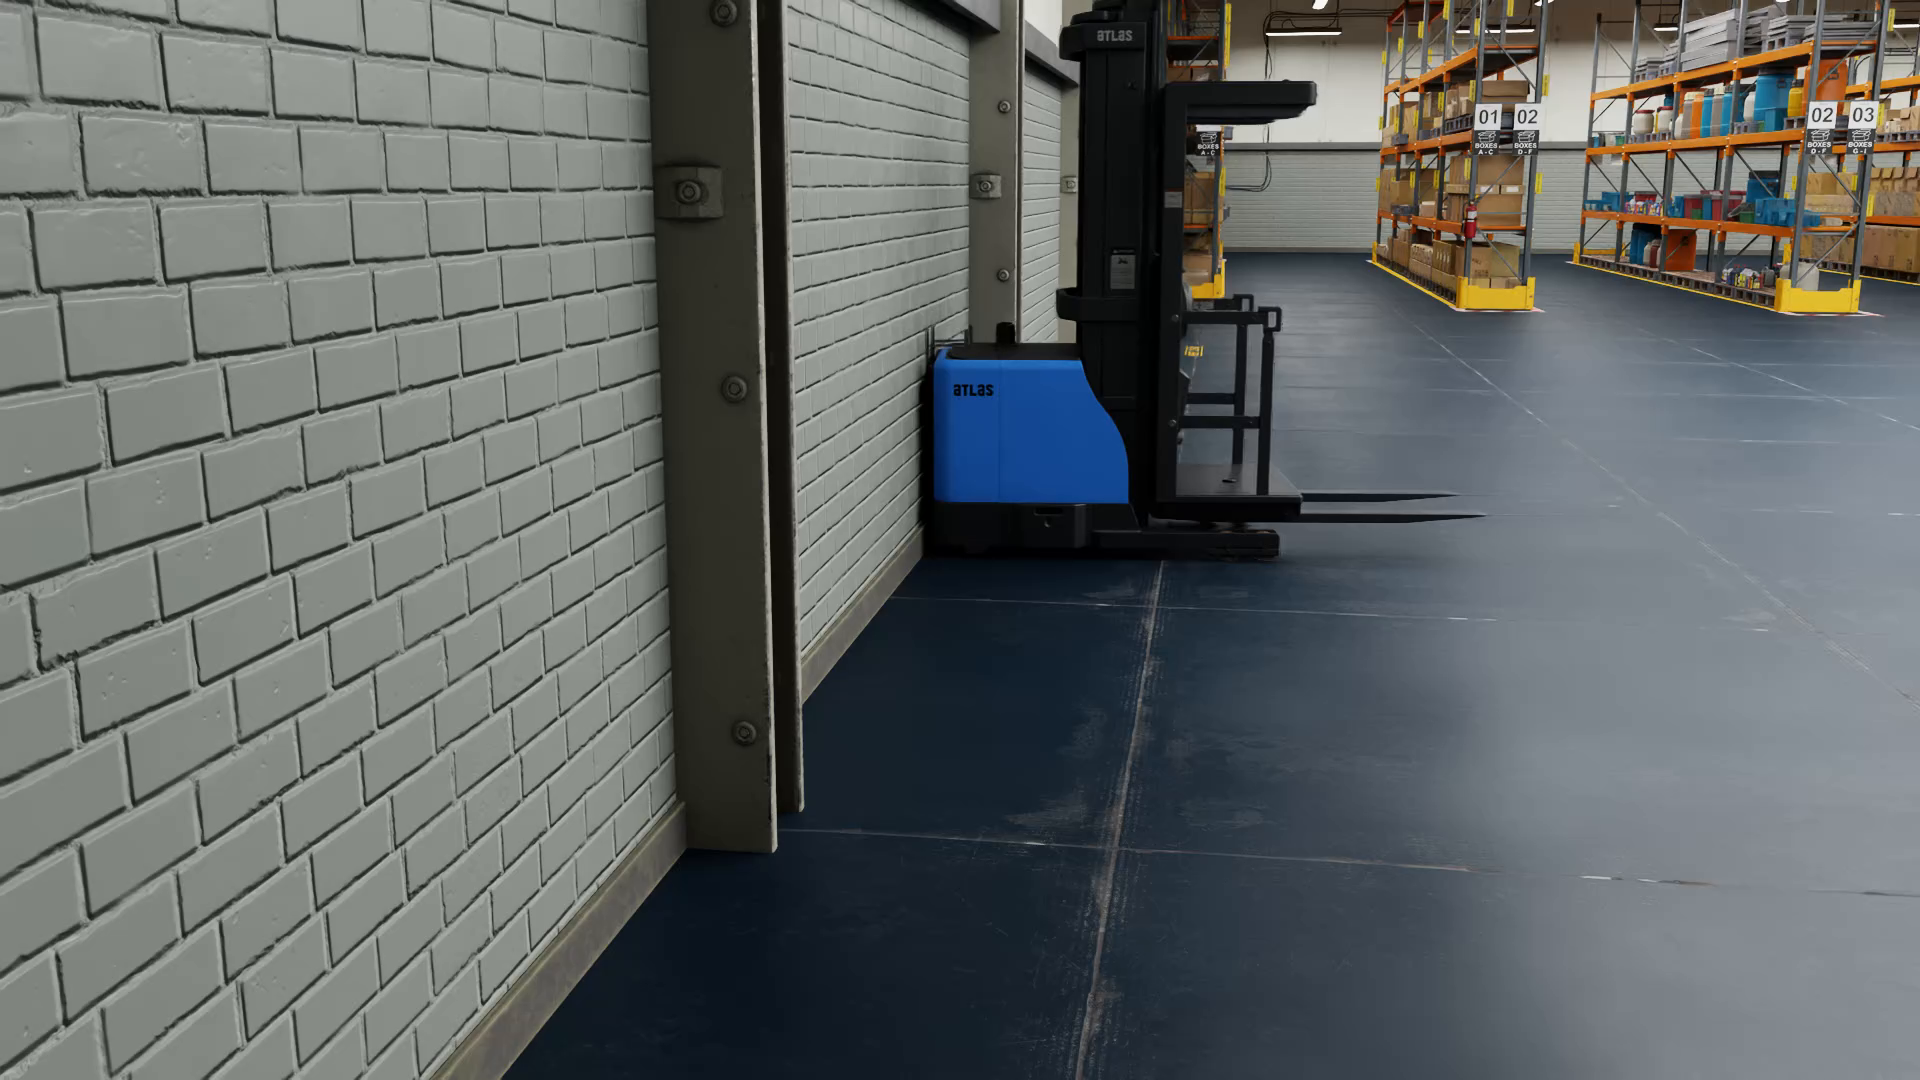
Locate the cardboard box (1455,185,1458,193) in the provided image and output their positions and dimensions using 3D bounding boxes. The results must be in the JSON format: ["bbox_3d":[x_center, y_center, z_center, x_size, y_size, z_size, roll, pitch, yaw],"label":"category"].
[{"bbox_3d":[8.830,-6.102,28.908,0.380,0.149,0.250,2,12,7],"label":"cardboard box"}]

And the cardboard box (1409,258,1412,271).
[{"bbox_3d":[9.501,-5.648,34.111,0.500,0.250,0.500,2,12,8],"label":"cardboard box"}]

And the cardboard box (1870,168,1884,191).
[{"bbox_3d":[20.185,-7.803,35.963,0.797,0.503,0.637,2,12,7],"label":"cardboard box"}]

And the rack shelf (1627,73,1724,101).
[{"bbox_3d":[15.073,-9.527,34.996,1.077,0.370,4.000,2,12,9],"label":"rack shelf"}]

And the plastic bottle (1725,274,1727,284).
[{"bbox_3d":[13.637,-4.645,29.525,0.097,0.201,0.097,0,12,0],"label":"plastic bottle"}]

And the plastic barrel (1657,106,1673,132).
[{"bbox_3d":[14.889,-8.837,34.939,0.433,0.535,0.433,0,12,0],"label":"plastic barrel"}]

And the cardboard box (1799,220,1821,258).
[{"bbox_3d":[20.871,-7.261,40.111,0.875,0.875,0.875,2,12,9],"label":"cardboard box"}]

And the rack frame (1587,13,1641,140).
[{"bbox_3d":[15.996,-11.323,40.674,1.000,3.000,0.127,2,12,9],"label":"rack frame"}]

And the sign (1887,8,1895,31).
[{"bbox_3d":[14.078,-7.871,25.154,0.100,0.325,0.005,2,12,9],"label":"sign"}]

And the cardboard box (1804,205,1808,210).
[{"bbox_3d":[20.432,-7.937,39.799,0.380,0.149,0.250,2,12,7],"label":"cardboard box"}]

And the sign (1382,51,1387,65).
[{"bbox_3d":[10.566,-11.997,41.397,0.100,0.325,0.005,2,12,9],"label":"sign"}]

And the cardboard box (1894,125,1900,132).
[{"bbox_3d":[19.898,-8.641,34.948,0.380,0.149,0.250,1,12,6],"label":"cardboard box"}]

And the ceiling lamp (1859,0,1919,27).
[{"bbox_3d":[23.808,-14.493,41.526,2.000,3.185,0.800,2,12,9],"label":"ceiling lamp"}]

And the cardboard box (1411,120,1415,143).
[{"bbox_3d":[9.984,-8.600,34.919,0.910,0.500,0.500,2,12,9],"label":"cardboard box"}]

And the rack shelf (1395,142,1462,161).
[{"bbox_3d":[10.179,-8.417,36.018,1.077,0.370,4.000,2,12,9],"label":"rack shelf"}]

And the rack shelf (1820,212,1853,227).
[{"bbox_3d":[20.583,-7.462,38.705,1.077,0.370,4.000,2,12,9],"label":"rack shelf"}]

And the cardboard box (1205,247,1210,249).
[{"bbox_3d":[4.606,-5.574,33.128,0.700,0.500,0.500,2,12,9],"label":"cardboard box"}]

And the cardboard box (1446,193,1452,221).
[{"bbox_3d":[9.195,-6.010,30.023,0.700,0.500,0.500,2,12,7],"label":"cardboard box"}]

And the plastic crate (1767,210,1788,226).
[{"bbox_3d":[13.422,-5.236,27.022,0.499,0.251,0.408,2,12,9],"label":"plastic crate"}]

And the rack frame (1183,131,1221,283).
[{"bbox_3d":[3.746,-5.381,27.341,1.000,3.000,0.127,2,12,9],"label":"rack frame"}]

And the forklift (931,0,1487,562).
[{"bbox_3d":[1.370,-1.430,9.170,3.031,2.935,1.130,0,12,2],"label":"forklift"}]

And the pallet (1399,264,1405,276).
[{"bbox_3d":[10.214,-5.931,36.511,1.003,0.211,1.213,2,12,9],"label":"pallet"}]

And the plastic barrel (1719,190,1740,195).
[{"bbox_3d":[14.694,-6.394,31.718,0.433,0.535,0.433,0,12,0],"label":"plastic barrel"}]

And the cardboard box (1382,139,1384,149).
[{"bbox_3d":[10.772,-9.846,41.296,0.500,0.250,0.500,2,12,9],"label":"cardboard box"}]

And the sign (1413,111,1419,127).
[{"bbox_3d":[9.336,-8.623,34.040,0.100,0.325,0.005,2,12,9],"label":"sign"}]

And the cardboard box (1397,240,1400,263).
[{"bbox_3d":[10.017,-6.404,36.978,0.500,0.500,0.500,2,12,9],"label":"cardboard box"}]

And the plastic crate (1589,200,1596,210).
[{"bbox_3d":[15.532,-8.160,40.492,0.416,0.233,0.300,2,12,9],"label":"plastic crate"}]

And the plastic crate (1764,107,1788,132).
[{"bbox_3d":[13.531,-6.925,27.424,0.392,0.384,0.575,2,12,9],"label":"plastic crate"}]

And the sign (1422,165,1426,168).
[{"bbox_3d":[11.648,-9.250,41.796,0.100,0.325,0.005,2,12,9],"label":"sign"}]

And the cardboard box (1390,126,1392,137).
[{"bbox_3d":[10.453,-9.674,39.313,0.500,0.250,0.500,2,12,9],"label":"cardboard box"}]

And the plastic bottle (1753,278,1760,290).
[{"bbox_3d":[13.385,-4.303,27.939,0.097,0.201,0.097,0,12,0],"label":"plastic bottle"}]

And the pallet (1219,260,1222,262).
[{"bbox_3d":[5.548,-6.352,38.469,1.003,0.211,1.213,2,12,9],"label":"pallet"}]

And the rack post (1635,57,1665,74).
[{"bbox_3d":[15.220,-10.279,36.009,0.937,0.300,0.954,2,12,8],"label":"rack post"}]

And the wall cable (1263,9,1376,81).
[{"bbox_3d":[10.103,-13.673,46.961,3.097,2.526,0.112,2,12,9],"label":"wall cable"}]

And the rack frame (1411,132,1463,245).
[{"bbox_3d":[9.872,-6.886,34.327,1.000,3.000,0.127,2,12,9],"label":"rack frame"}]

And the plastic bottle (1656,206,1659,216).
[{"bbox_3d":[14.493,-6.818,34.480,0.097,0.201,0.097,0,12,0],"label":"plastic bottle"}]

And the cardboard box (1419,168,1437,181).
[{"bbox_3d":[10.838,-8.346,38.488,0.500,0.500,0.500,2,12,10],"label":"cardboard box"}]

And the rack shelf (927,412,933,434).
[{"bbox_3d":[-0.043,-0.662,9.306,0.258,0.103,0.180,0,15,9],"label":"rack shelf"}]

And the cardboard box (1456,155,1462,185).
[{"bbox_3d":[9.041,-6.435,28.914,0.700,0.500,0.500,2,12,9],"label":"cardboard box"}]

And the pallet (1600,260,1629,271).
[{"bbox_3d":[15.456,-6.349,38.452,1.003,0.211,1.213,2,12,9],"label":"pallet"}]

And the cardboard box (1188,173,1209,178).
[{"bbox_3d":[4.918,-7.487,34.292,0.380,0.149,0.250,0,12,-1],"label":"cardboard box"}]

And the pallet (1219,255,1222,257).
[{"bbox_3d":[5.971,-6.926,41.130,1.003,0.211,1.213,2,12,9],"label":"pallet"}]

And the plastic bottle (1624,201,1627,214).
[{"bbox_3d":[14.903,-7.438,37.164,0.061,0.283,0.133,2,12,9],"label":"plastic bottle"}]

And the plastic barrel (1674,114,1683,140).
[{"bbox_3d":[14.415,-8.191,32.997,0.421,0.512,0.421,0,12,0],"label":"plastic barrel"}]

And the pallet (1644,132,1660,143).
[{"bbox_3d":[15.185,-8.529,35.278,1.003,0.211,1.213,2,12,9],"label":"pallet"}]

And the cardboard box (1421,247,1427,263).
[{"bbox_3d":[9.189,-5.495,32.069,0.500,0.311,0.500,2,12,8],"label":"cardboard box"}]

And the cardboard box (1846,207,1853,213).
[{"bbox_3d":[19.998,-7.348,37.068,0.380,0.149,0.250,2,12,9],"label":"cardboard box"}]

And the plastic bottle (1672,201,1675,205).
[{"bbox_3d":[15.222,-7.079,35.339,0.144,0.351,0.185,2,12,9],"label":"plastic bottle"}]

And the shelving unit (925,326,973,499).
[{"bbox_3d":[-0.041,-0.589,9.325,0.258,1.200,0.189,0,15,9],"label":"shelving unit"}]

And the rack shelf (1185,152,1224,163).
[{"bbox_3d":[5.899,-9.410,40.623,1.077,0.370,4.000,2,12,9],"label":"rack shelf"}]

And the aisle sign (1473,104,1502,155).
[{"bbox_3d":[8.341,-6.488,26.306,0.394,0.787,0.004,2,12,9],"label":"aisle sign"}]

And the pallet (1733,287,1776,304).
[{"bbox_3d":[13.821,-4.136,28.184,1.003,0.211,1.213,2,12,9],"label":"pallet"}]

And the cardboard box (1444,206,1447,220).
[{"bbox_3d":[9.289,-6.084,30.961,0.500,0.250,0.500,3,12,12],"label":"cardboard box"}]

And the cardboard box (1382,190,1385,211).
[{"bbox_3d":[10.619,-8.305,40.671,0.500,0.500,0.500,2,12,8],"label":"cardboard box"}]

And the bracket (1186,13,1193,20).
[{"bbox_3d":[6.054,-13.896,44.068,0.235,0.232,0.430,2,12,9],"label":"bracket"}]

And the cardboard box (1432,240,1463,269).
[{"bbox_3d":[8.876,-5.195,30.229,0.500,0.500,0.500,2,12,9],"label":"cardboard box"}]
